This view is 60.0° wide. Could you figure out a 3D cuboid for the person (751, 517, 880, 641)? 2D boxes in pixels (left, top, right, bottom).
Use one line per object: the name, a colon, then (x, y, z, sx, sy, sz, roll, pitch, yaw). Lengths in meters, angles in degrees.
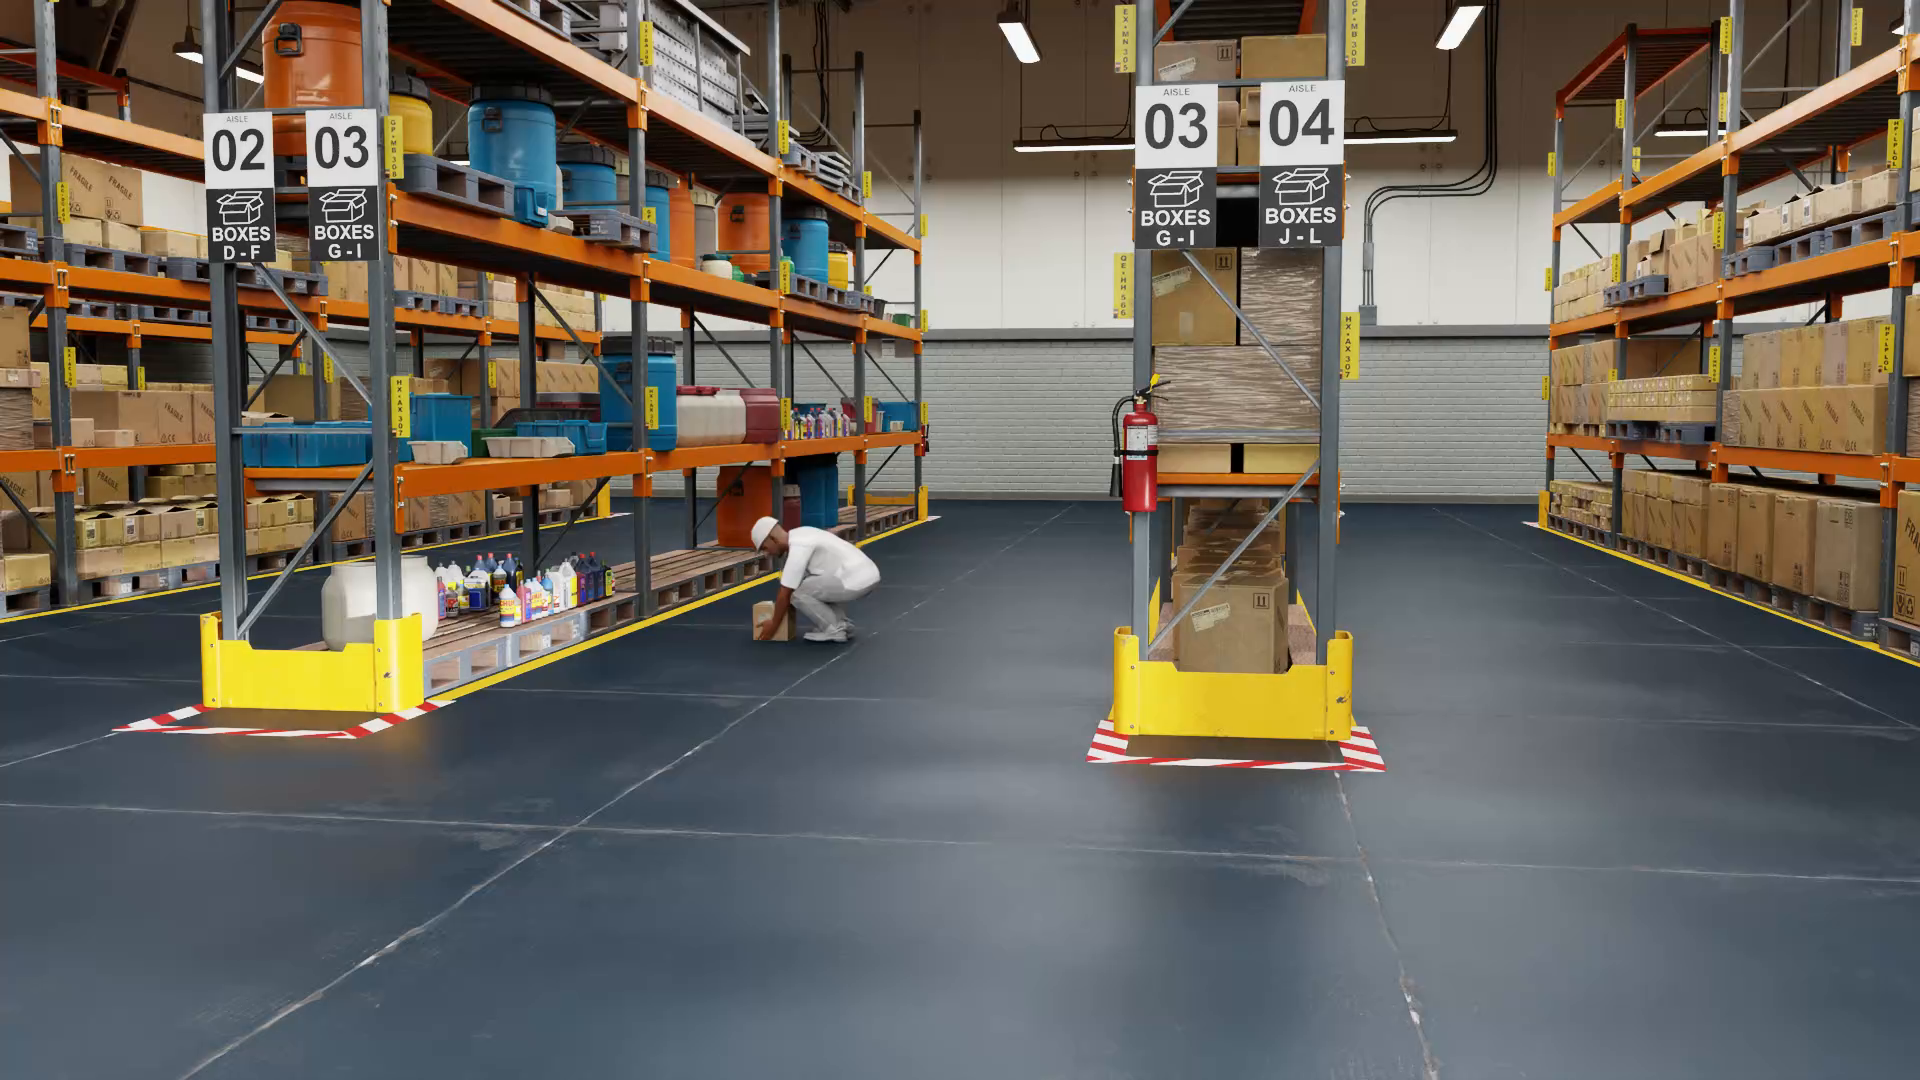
person: (-1.027, 0.285, 11.753, 0.893, 0.898, 0.556, 1, 4, 9)
